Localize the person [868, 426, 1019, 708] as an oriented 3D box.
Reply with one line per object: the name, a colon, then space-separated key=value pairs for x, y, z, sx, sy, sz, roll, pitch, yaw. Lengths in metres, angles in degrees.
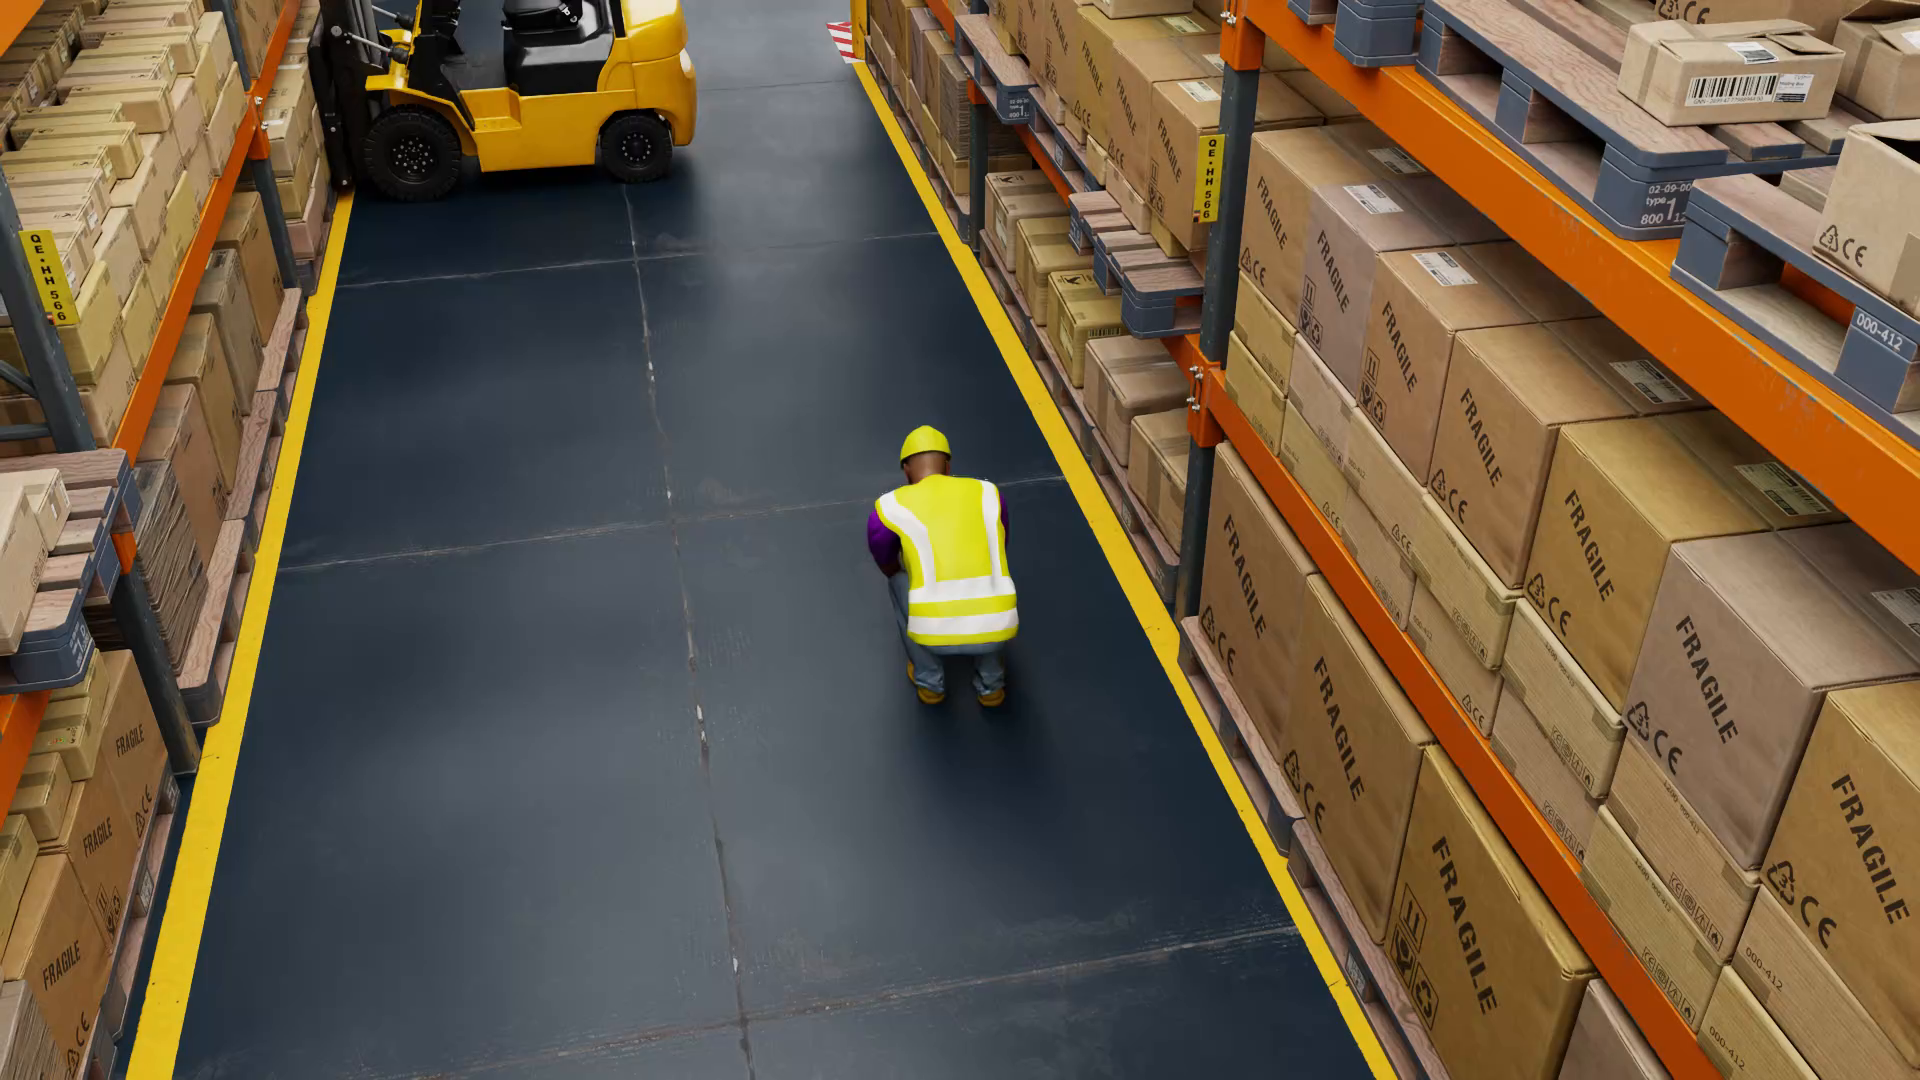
person: x=-0.067 y=0.123 z=6.632 sx=0.583 sy=0.996 sz=0.909 roll=-4 pitch=34 yaw=-6
